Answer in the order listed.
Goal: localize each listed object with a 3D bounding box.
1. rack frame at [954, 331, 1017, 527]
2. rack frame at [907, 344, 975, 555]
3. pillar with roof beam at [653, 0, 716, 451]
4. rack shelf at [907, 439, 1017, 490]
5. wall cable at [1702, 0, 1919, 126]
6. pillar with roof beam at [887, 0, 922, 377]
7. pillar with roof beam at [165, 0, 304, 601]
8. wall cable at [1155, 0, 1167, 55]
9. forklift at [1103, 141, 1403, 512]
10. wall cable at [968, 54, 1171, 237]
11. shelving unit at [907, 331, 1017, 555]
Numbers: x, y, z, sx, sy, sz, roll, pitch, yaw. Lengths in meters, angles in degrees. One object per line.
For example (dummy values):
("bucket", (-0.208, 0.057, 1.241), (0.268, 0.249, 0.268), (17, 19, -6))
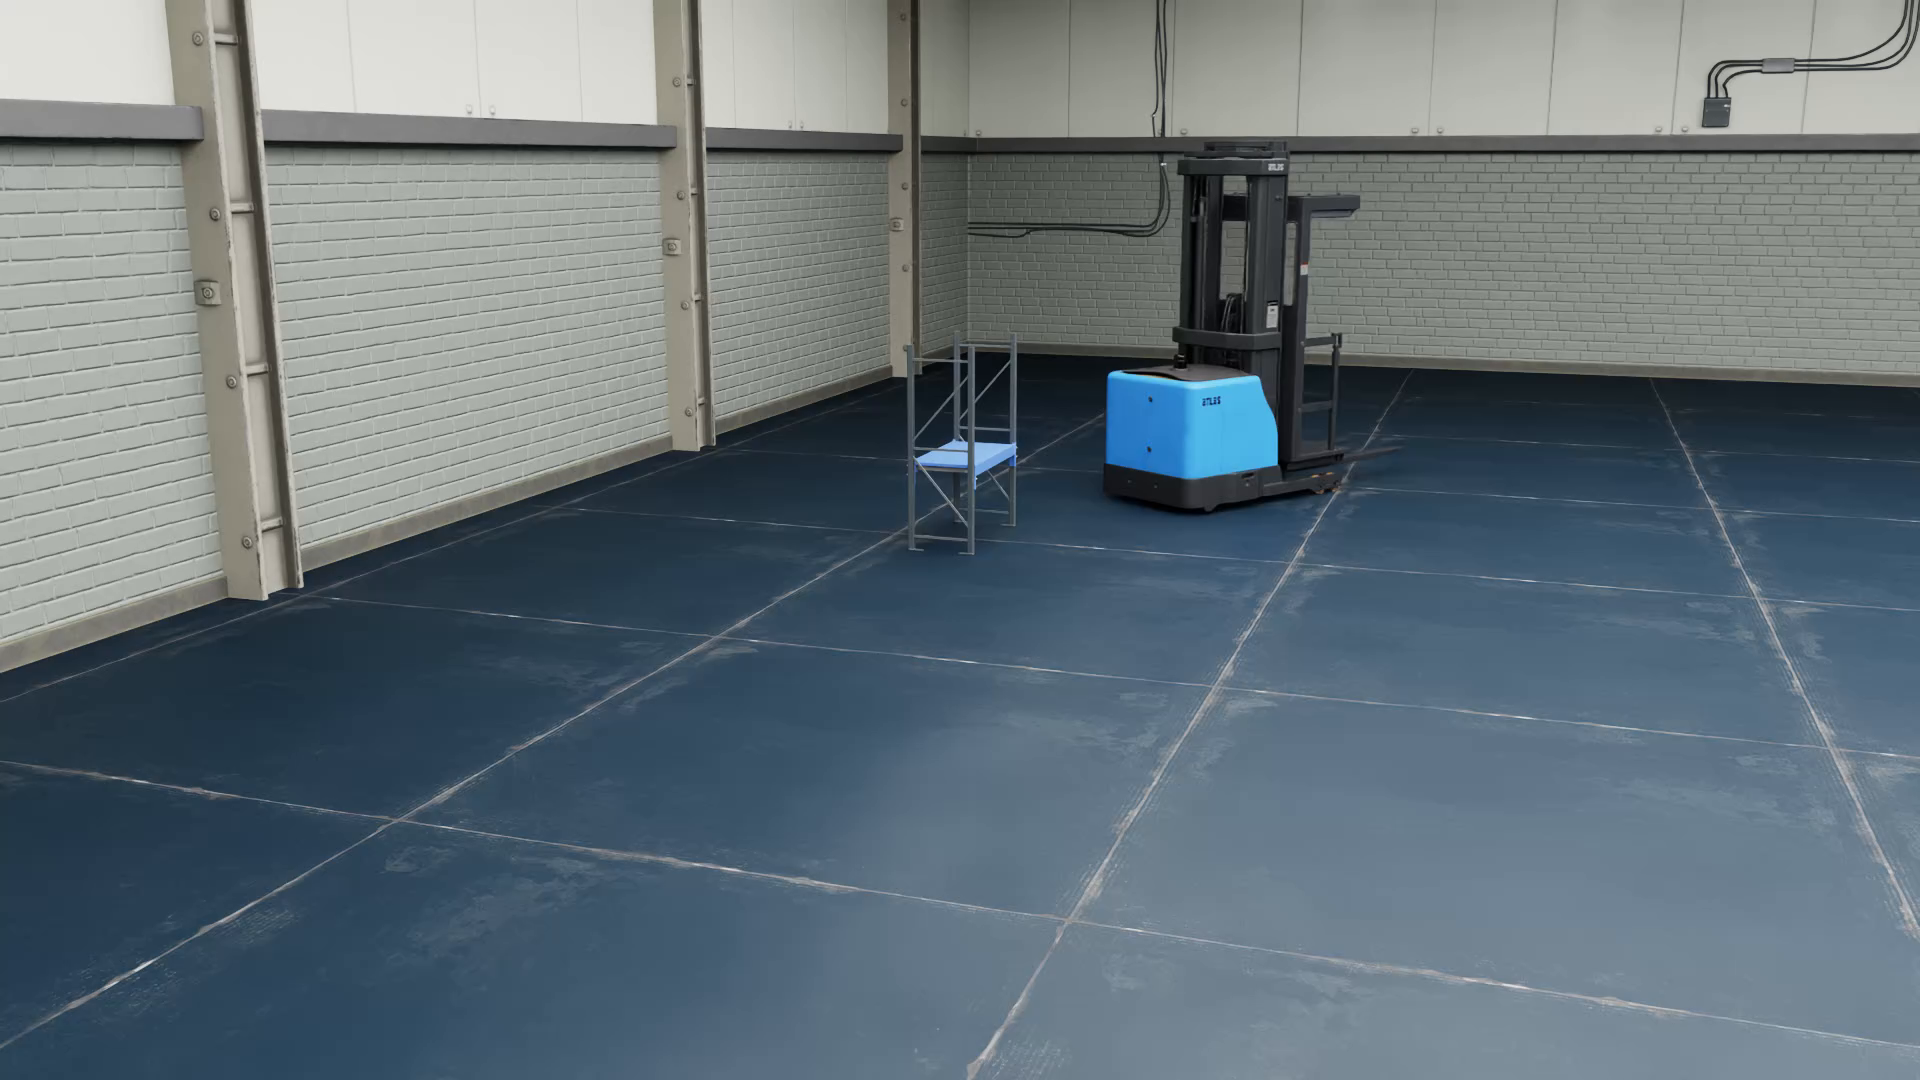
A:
("rack frame", (0.192, -0.856, 12.869), (0.500, 1.500, 0.032), (4, 14, 18))
("rack frame", (-0.137, -0.642, 11.931), (0.500, 1.500, 0.032), (4, 14, 18))
("pillar with roof beam", (1.419, -5.000, 14.172), (9.100, 9.000, 0.400), (4, 14, 18))
("rack shelf", (0.028, -0.574, 12.440), (0.538, 0.185, 1.000), (4, 14, 18))
("wall cable", (10.469, -8.070, 19.978), (2.305, 6.003, 0.169), (4, 14, 18))
("pillar with roof beam", (3.360, -6.263, 19.707), (9.100, 9.000, 0.400), (4, 14, 18))
("pillar with roof beam", (-0.523, -3.737, 8.637), (9.100, 9.000, 0.400), (4, 14, 18))
("wall cable", (4.051, -7.852, 22.296), (3.097, 2.526, 0.112), (4, 14, 18))
("forklift", (2.666, -1.901, 14.228), (3.031, 2.935, 1.130), (-10, 16, -38))
("wall cable", (1.491, -5.585, 23.711), (3.097, 2.526, 0.112), (4, 14, 18))
("shelving unit", (0.028, -0.749, 12.400), (0.538, 1.500, 1.048), (4, 14, 18))
